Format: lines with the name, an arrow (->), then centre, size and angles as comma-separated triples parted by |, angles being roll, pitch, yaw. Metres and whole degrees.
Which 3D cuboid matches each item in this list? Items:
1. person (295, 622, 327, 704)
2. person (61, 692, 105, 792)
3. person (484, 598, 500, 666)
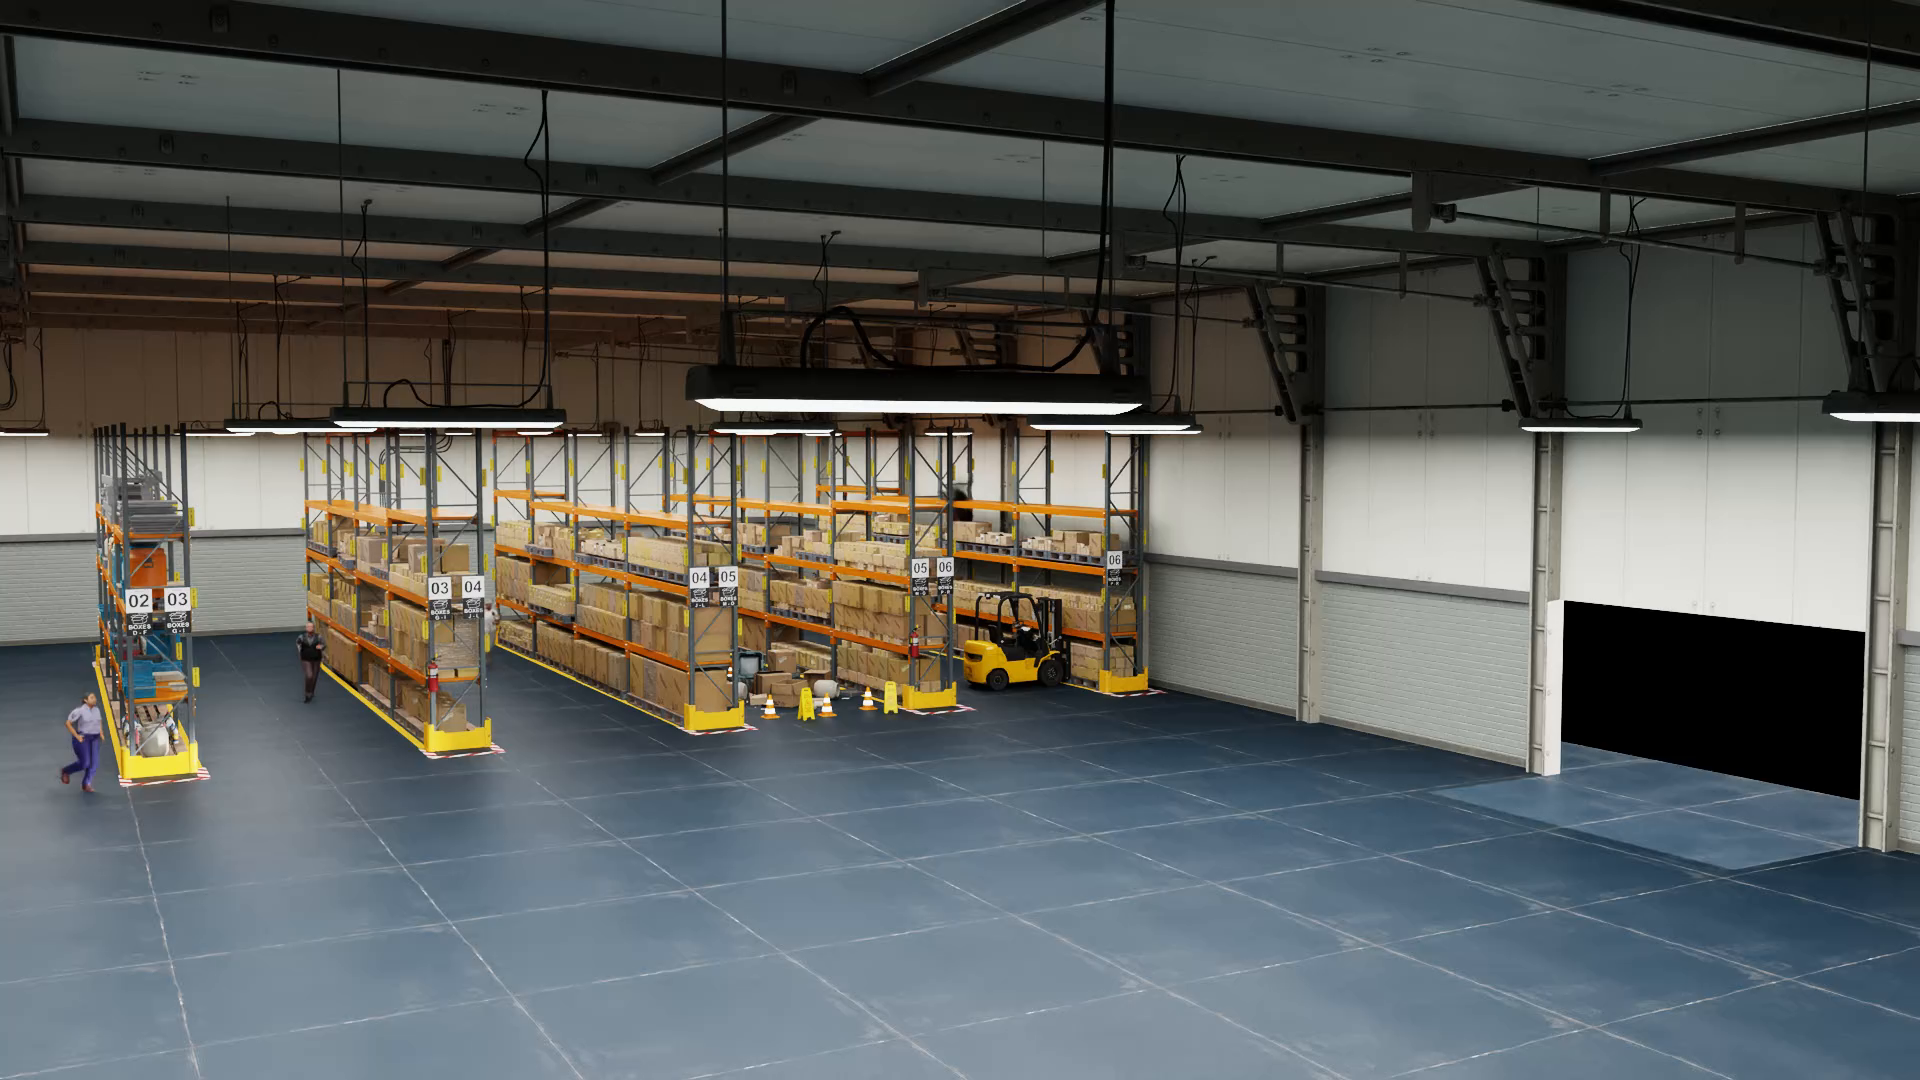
person -> -14.134, 2.685, 36.277 | 0.625, 1.787, 0.763 | -2, 4, -29
person -> -14.279, 3.291, 27.226 | 0.666, 1.572, 0.654 | 1, 4, 23
person -> -11.937, 2.334, 42.143 | 0.542, 1.715, 0.681 | -2, 4, -30
